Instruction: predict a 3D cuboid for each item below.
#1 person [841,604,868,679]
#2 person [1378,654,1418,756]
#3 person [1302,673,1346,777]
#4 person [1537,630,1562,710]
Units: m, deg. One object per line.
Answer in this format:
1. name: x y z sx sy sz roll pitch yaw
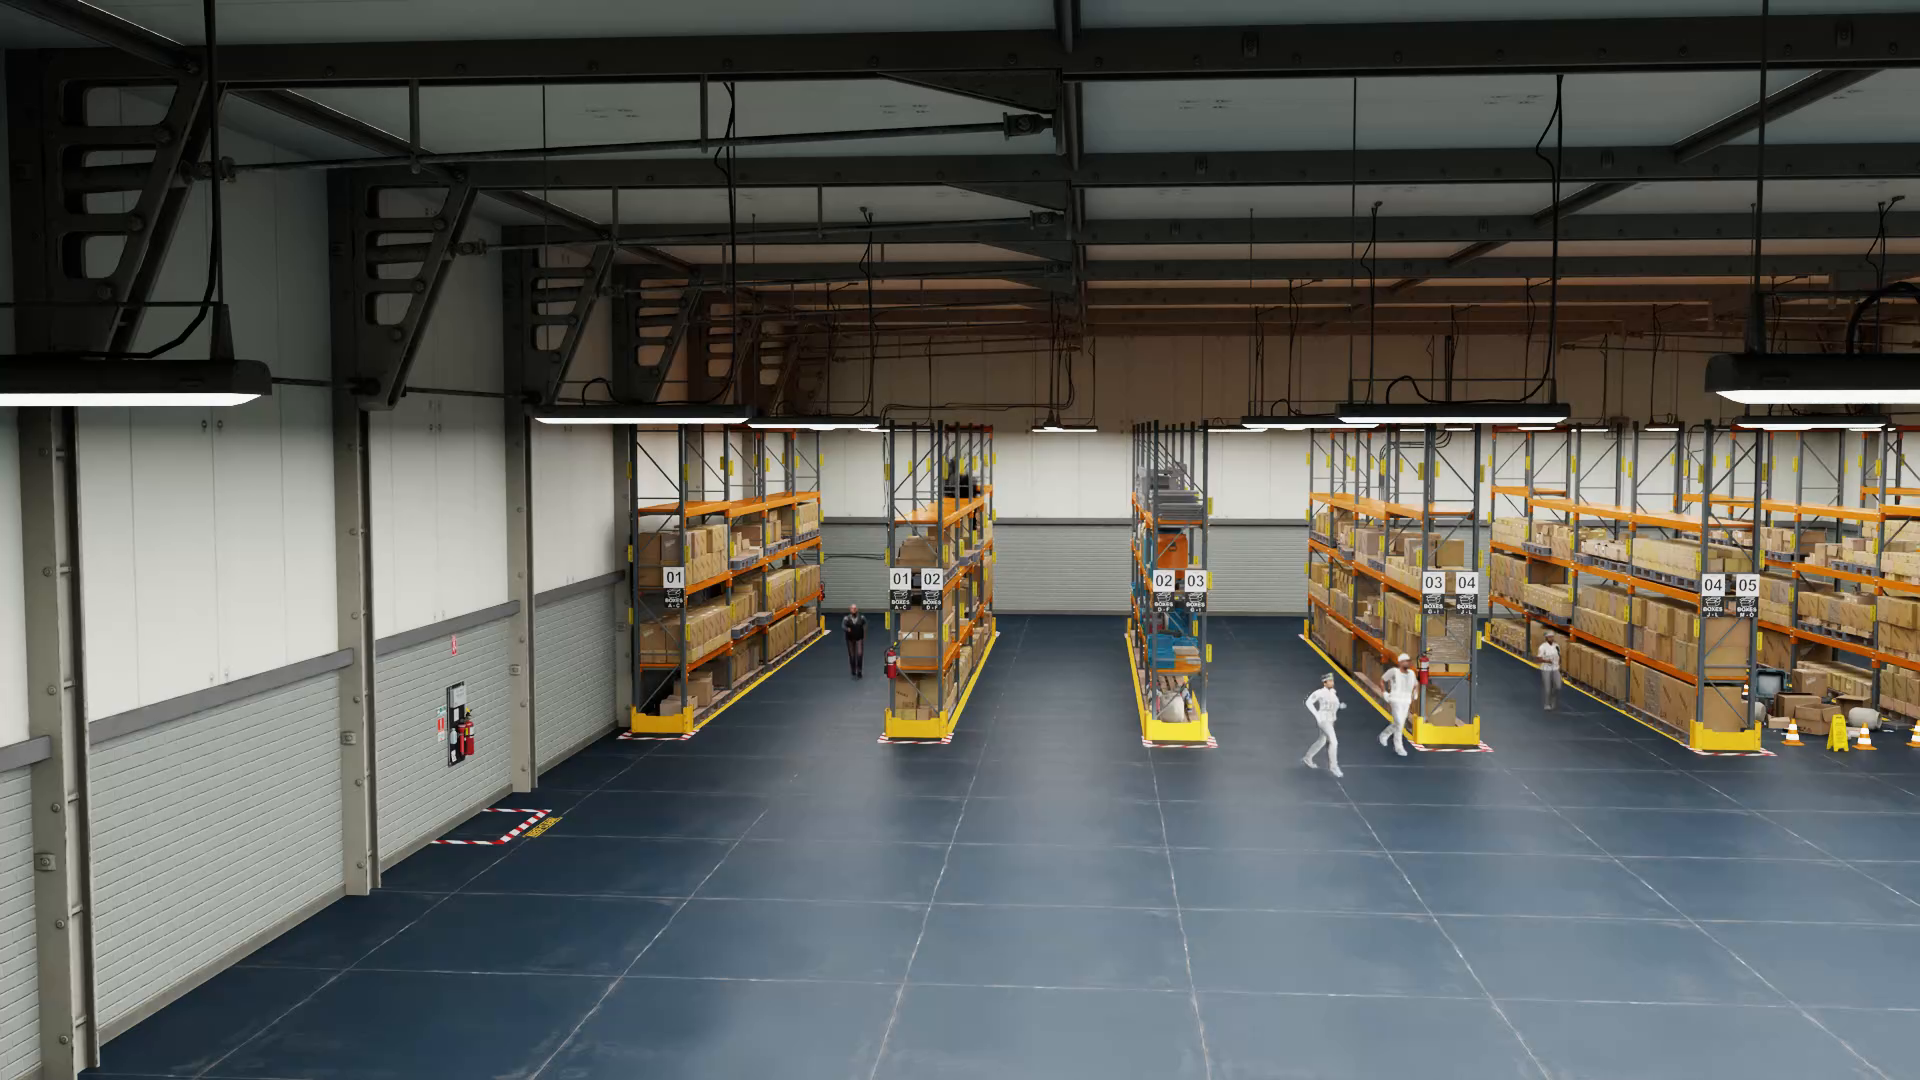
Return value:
1. person: -2.480 2.398 39.156 0.635 1.770 0.756 0 4 -2
2. person: 7.958 2.942 30.062 0.715 1.777 0.845 -2 4 -24
3. person: 6.191 3.100 28.162 0.789 1.747 0.586 3 5 40
4. person: 12.260 2.702 34.454 0.562 1.672 0.586 0 4 -2
